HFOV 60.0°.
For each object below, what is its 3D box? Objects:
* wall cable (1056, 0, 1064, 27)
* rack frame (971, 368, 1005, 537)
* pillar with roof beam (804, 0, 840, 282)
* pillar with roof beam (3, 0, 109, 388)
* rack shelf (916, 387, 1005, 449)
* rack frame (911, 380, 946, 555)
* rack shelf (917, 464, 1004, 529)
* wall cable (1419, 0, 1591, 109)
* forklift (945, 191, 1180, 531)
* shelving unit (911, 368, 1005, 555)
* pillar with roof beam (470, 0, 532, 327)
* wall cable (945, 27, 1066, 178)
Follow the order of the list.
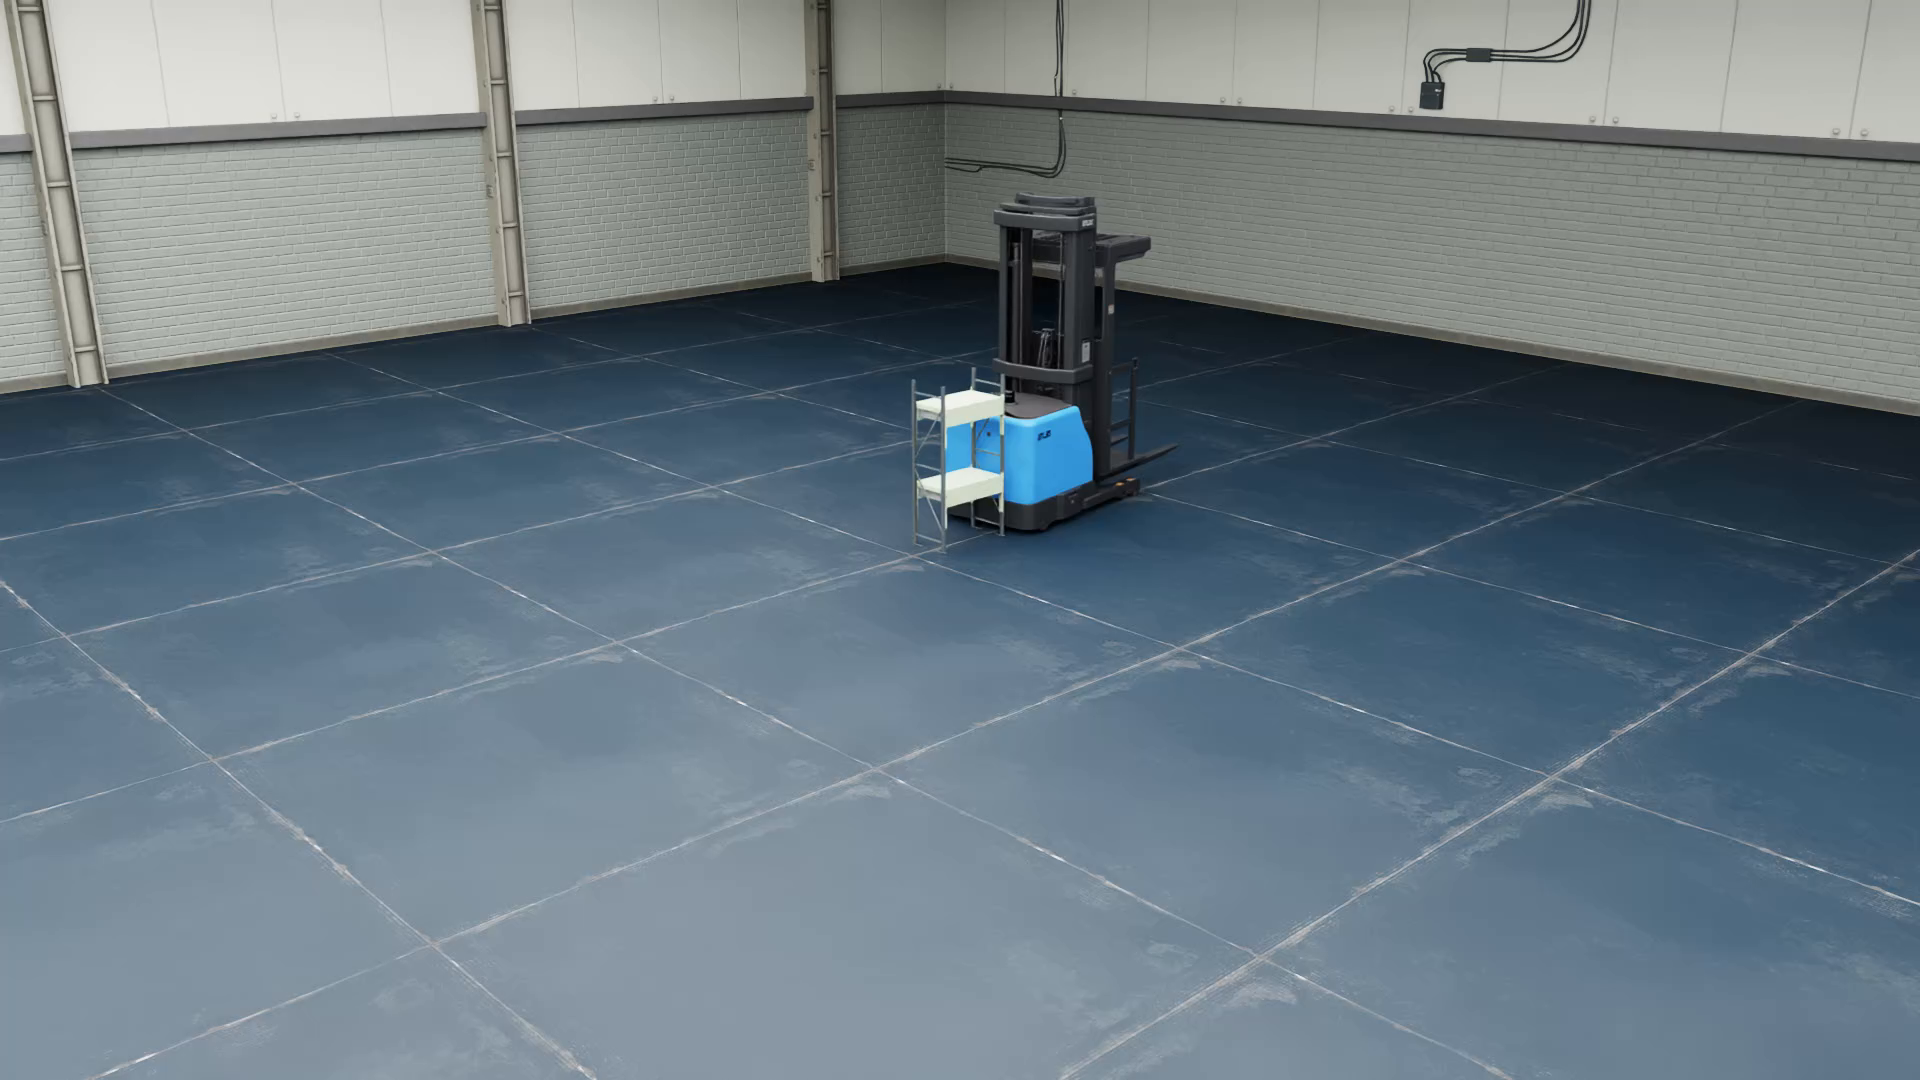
[{"bbox_3d":[2.565,-9.456,26.405,0.112,2.526,3.097,-16,24,-41],"label":"wall cable"},{"bbox_3d":[0.250,-0.785,14.974,0.023,1.500,0.400,-17,24,-42],"label":"rack frame"},{"bbox_3d":[0.615,-7.844,24.588,0.400,9.000,9.100,-16,24,-41],"label":"pillar with roof beam"},{"bbox_3d":[-8.104,-5.301,16.745,0.400,9.000,9.100,-16,24,-41],"label":"pillar with roof beam"},{"bbox_3d":[-0.011,-1.077,14.610,0.720,0.370,0.431,-17,24,-42],"label":"rack shelf"},{"bbox_3d":[-0.273,-0.627,14.487,0.023,1.500,0.400,-17,24,-42],"label":"rack frame"},{"bbox_3d":[-0.011,-0.396,14.831,0.720,0.370,0.431,-17,24,-42],"label":"rack shelf"},{"bbox_3d":[7.218,-8.624,21.478,0.169,6.003,2.305,-16,24,-41],"label":"wall cable"},{"bbox_3d":[1.117,-1.870,16.001,1.130,2.935,3.031,13,22,35],"label":"forklift"},{"bbox_3d":[-0.011,-0.706,14.730,0.755,1.500,0.431,-17,24,-42],"label":"shelving unit"},{"bbox_3d":[-3.744,-6.573,20.666,0.400,9.000,9.100,-16,24,-41],"label":"pillar with roof beam"},{"bbox_3d":[0.707,-7.660,29.054,0.112,2.526,3.097,-16,24,-41],"label":"wall cable"}]
